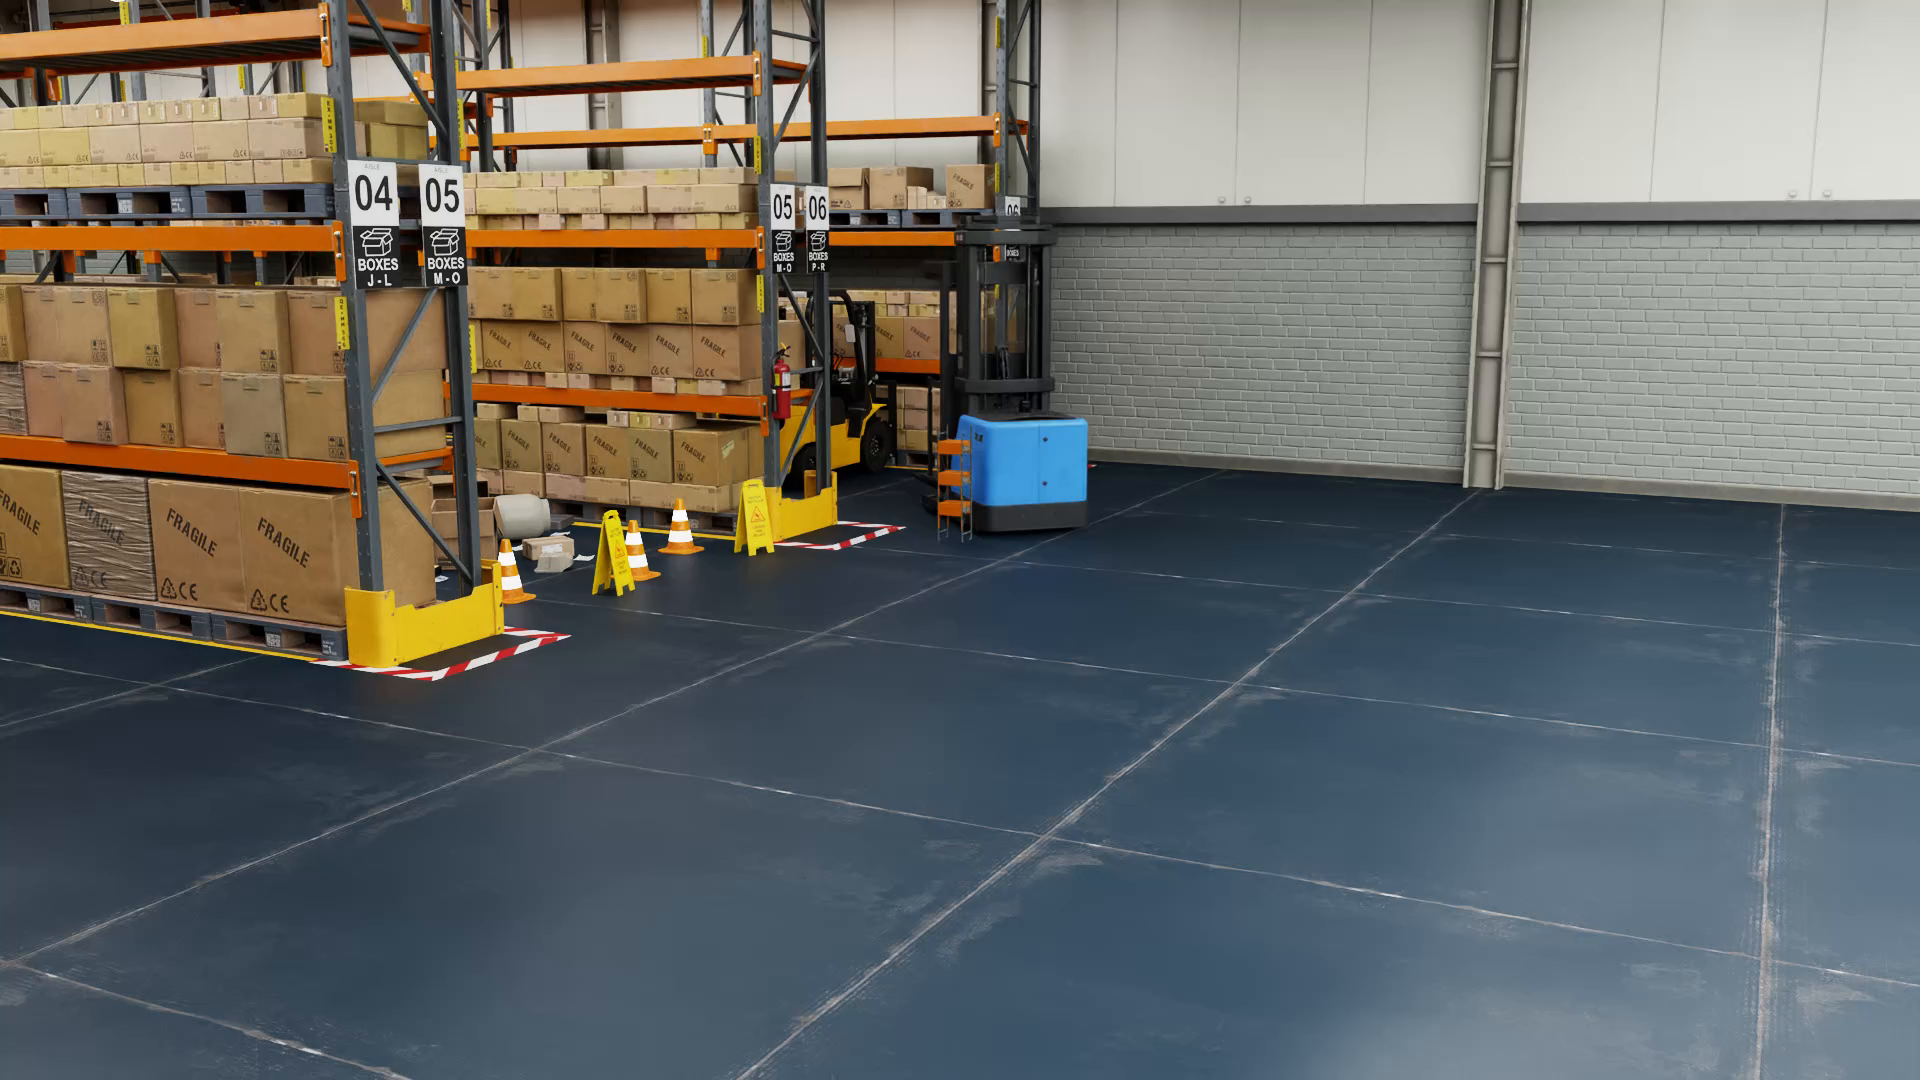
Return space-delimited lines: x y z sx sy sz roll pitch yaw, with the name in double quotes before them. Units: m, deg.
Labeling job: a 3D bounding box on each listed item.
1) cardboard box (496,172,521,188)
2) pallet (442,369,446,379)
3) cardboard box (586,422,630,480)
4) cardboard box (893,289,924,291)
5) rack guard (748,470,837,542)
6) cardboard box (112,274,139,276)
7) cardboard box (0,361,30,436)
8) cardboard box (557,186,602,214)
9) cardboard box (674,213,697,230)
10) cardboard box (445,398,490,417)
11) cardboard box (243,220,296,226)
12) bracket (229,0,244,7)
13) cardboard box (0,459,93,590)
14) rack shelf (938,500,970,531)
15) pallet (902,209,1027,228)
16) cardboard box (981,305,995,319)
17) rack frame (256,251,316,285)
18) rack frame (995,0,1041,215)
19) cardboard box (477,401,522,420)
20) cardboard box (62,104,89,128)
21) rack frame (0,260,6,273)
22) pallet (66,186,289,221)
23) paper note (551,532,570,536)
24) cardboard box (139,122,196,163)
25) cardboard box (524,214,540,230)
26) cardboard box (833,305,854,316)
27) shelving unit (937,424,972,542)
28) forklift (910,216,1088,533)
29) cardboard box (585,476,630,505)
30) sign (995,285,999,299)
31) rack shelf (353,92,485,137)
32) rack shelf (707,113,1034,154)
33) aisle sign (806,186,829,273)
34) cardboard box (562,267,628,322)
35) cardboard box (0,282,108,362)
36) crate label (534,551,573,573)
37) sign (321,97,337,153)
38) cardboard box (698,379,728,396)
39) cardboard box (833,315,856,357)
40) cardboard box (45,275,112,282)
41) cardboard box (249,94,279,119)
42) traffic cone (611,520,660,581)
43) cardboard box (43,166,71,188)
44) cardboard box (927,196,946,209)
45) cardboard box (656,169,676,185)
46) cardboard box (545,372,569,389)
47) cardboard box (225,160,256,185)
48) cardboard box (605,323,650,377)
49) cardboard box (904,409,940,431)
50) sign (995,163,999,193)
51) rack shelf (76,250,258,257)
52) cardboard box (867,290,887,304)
"cardboard box" -4.258 -3.474 16.066 0.250 0.149 0.380 5 11 25
"pallet" -5.720 -1.858 17.634 1.213 0.211 1.003 5 11 26
"cardboard box" -3.265 -0.880 16.124 0.500 0.500 0.500 5 11 24
"cardboard box" -0.643 -3.042 20.699 0.250 0.149 0.380 5 11 24
"rack guard" -1.580 -0.330 15.670 0.348 0.500 1.175 5 11 26
"cardboard box" -9.926 -2.884 19.676 0.500 0.500 0.500 5 12 27
"cardboard box" -6.862 -1.117 12.580 0.550 0.550 0.875 5 11 26
"cardboard box" -3.462 -3.219 15.779 0.500 0.250 0.500 5 11 26
"cardboard box" -2.416 -2.931 15.303 0.250 0.149 0.380 5 12 28
"cardboard box" -6.967 -1.953 23.459 0.500 0.500 0.500 5 12 27
"cardboard box" -7.306 -3.596 17.982 0.637 0.503 0.797 5 11 26
"bracket" -10.835 -8.191 25.132 0.430 0.232 0.235 5 11 26
"cardboard box" -6.665 -0.171 12.560 0.875 0.875 0.875 5 11 27
"rack shelf" -0.048 -0.237 15.231 0.240 0.259 0.215 5 11 26
"pallet" 0.059 -3.840 19.867 1.213 0.211 1.003 5 11 26
"cardboard box" 0.246 -2.698 19.633 0.250 0.149 0.380 5 11 27
"rack frame" -10.080 -3.293 25.021 0.127 3.000 1.000 5 11 26
"rack frame" 0.681 -5.299 19.262 0.127 3.000 1.000 5 11 26
"cardboard box" -4.604 -1.302 16.636 0.250 0.149 0.380 5 11 27
"cardboard box" -5.881 -2.888 11.370 0.250 0.149 0.380 5 11 26
"rack frame" -12.273 -2.500 20.639 0.127 3.000 1.000 5 11 26
"pallet" -5.379 -2.341 11.587 1.213 0.211 1.003 5 11 26
"paper note" -3.727 -0.062 15.509 0.148 0.019 0.142 1 10 6
"cardboard box" -5.072 -2.633 11.080 0.500 0.250 0.500 5 11 25
"cardboard box" -4.005 -3.078 16.115 0.250 0.149 0.380 5 11 24
"cardboard box" -1.359 -2.839 20.409 0.250 0.149 0.380 5 11 25
"shelving unit" -0.048 -0.521 15.180 0.252 1.050 0.215 5 11 26
"forklift" 0.252 -1.725 16.550 1.130 2.935 3.031 -3 11 -18
"cardboard box" -3.289 -0.511 16.192 0.500 0.250 0.500 5 11 24
"sign" 0.429 -2.948 19.199 0.005 0.325 0.100 5 11 26
"rack shelf" -6.892 -4.428 17.592 4.000 0.370 1.077 5 11 26
"rack shelf" -1.112 -4.906 20.232 4.000 0.370 1.077 5 11 26
"aisle sign" -1.319 -2.878 15.429 0.004 0.787 0.394 5 11 26
"cardboard box" -3.406 -2.373 16.017 0.500 0.500 0.700 5 11 25
"cardboard box" -6.883 -1.641 12.443 0.550 0.550 0.875 5 11 26
"crate label" -3.387 0.179 13.878 0.298 0.136 0.250 -1 10 -4
"sign" -3.864 -2.543 10.190 0.005 0.325 0.100 5 11 26
"cardboard box" -2.218 -1.428 15.423 0.250 0.149 0.380 5 11 25
"cardboard box" -1.253 -2.514 20.436 0.500 0.500 0.500 5 11 26
"cardboard box" -10.172 -2.804 19.232 0.500 0.500 0.500 5 11 26
"cardboard box" -4.287 -2.748 10.597 0.250 0.149 0.380 5 11 26
"traffic cone" -2.654 0.070 13.561 0.334 0.463 0.336 5 11 26
"cardboard box" -6.109 -2.516 11.553 0.250 0.149 0.380 5 11 25
"cardboard box" -0.196 -3.972 19.598 0.250 0.149 0.380 5 11 24
"cardboard box" -2.602 -3.350 15.382 0.250 0.149 0.380 5 11 26
"cardboard box" -3.815 -1.567 16.193 0.250 0.149 0.380 5 11 26
"cardboard box" -4.516 -2.376 10.778 0.250 0.149 0.380 5 11 27
"cardboard box" -3.015 -1.829 15.815 0.500 0.500 0.500 5 11 26
"cardboard box" -0.339 -1.476 20.123 0.500 0.250 0.500 5 11 25
"sign" 0.429 -4.134 18.984 0.005 0.325 0.100 5 11 26
"rack shelf" -11.874 -4.572 25.688 4.000 0.370 1.077 5 11 26
"cardboard box" -0.922 -2.941 20.140 0.250 0.149 0.380 5 12 27
